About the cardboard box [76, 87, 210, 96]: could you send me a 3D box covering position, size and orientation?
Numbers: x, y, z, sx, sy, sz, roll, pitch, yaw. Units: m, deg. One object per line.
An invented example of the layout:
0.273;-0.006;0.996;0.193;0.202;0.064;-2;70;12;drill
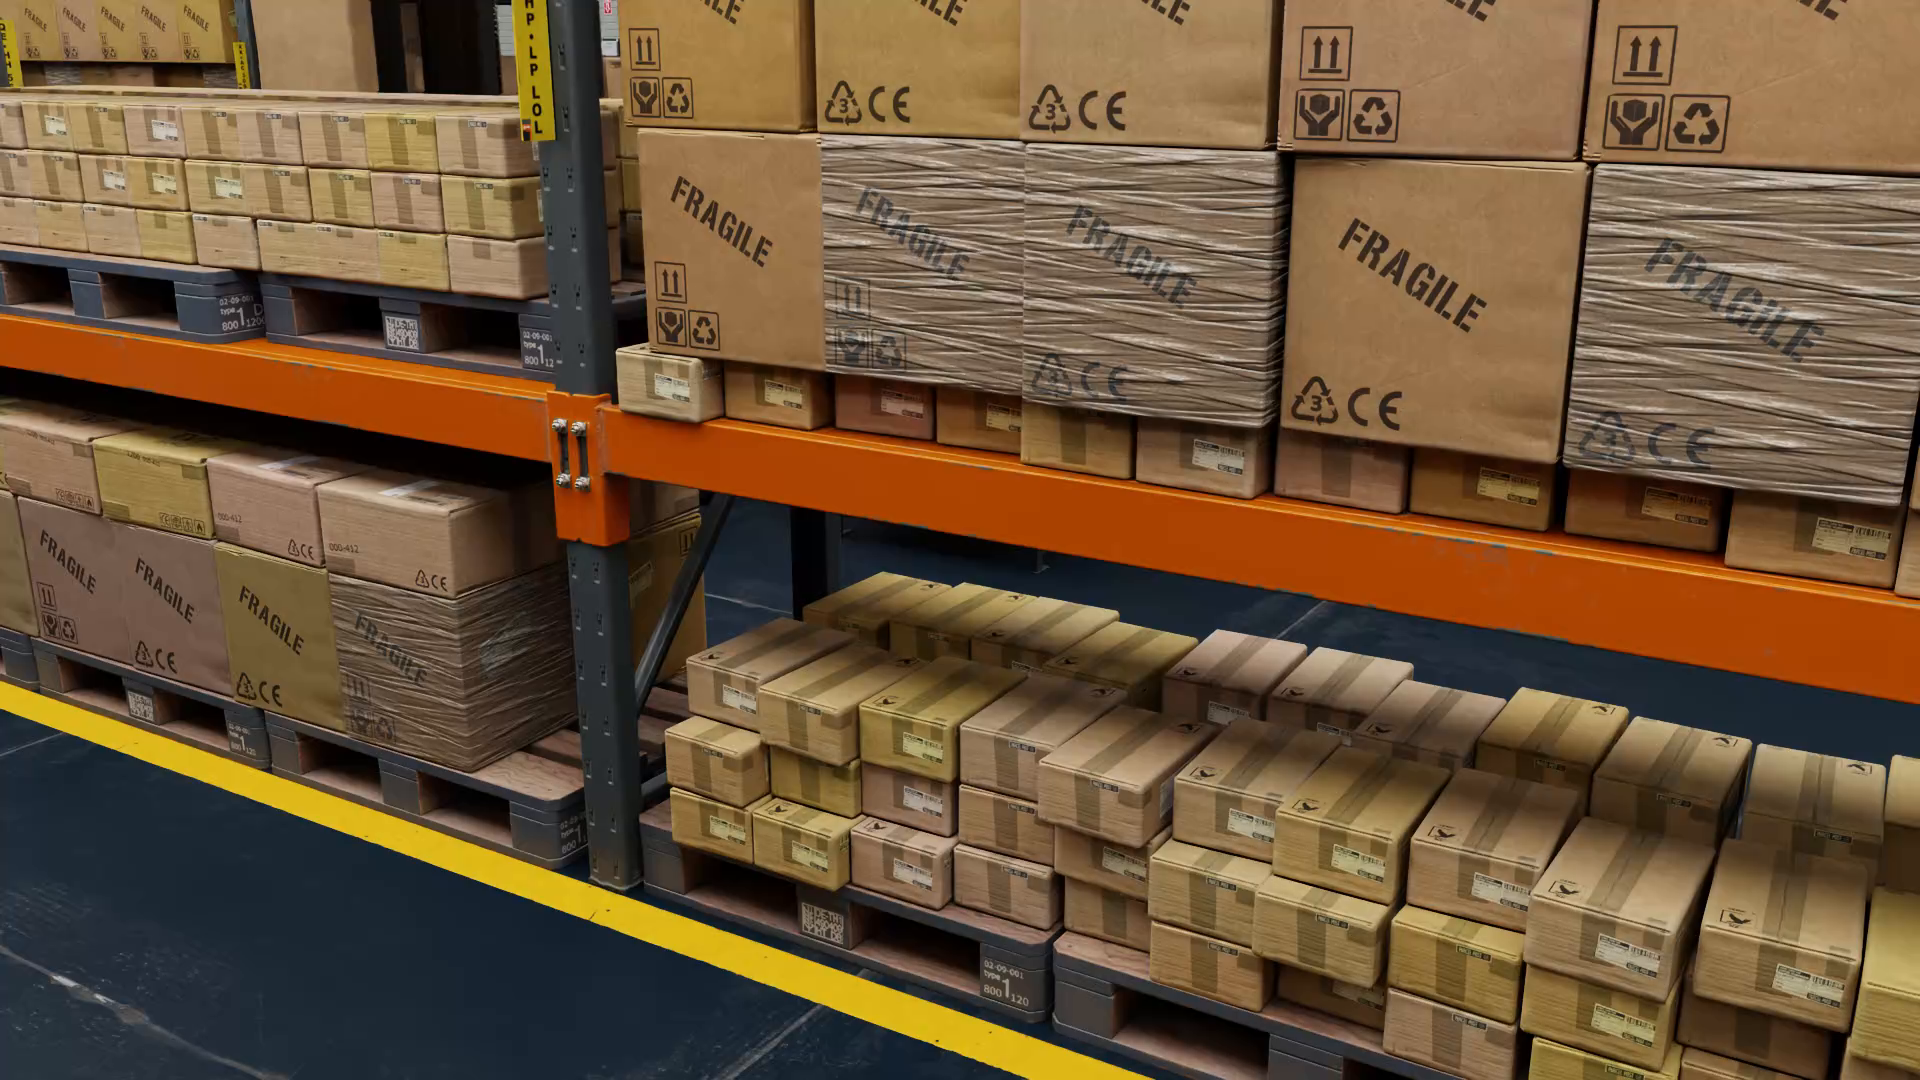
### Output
-2.979;-1.576;6.096;0.250;0.149;0.380;11;20;32;cardboard box

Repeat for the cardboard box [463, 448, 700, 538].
-1.156;-0.184;5.113;0.500;0.250;0.500;9;19;28;cardboard box

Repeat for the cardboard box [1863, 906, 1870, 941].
1.973;0.773;3.347;0.250;0.149;0.380;10;20;31;cardboard box

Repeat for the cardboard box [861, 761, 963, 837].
-0.034;0.557;4.056;0.250;0.149;0.380;10;20;30;cardboard box

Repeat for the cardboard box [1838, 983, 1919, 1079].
1.701;0.899;2.932;0.250;0.149;0.380;9;19;28;cardboard box

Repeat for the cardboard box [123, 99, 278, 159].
-2.219;-1.219;4.919;0.250;0.149;0.380;9;19;28;cardboard box

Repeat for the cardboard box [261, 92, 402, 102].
-2.093;-1.418;5.575;0.250;0.149;0.380;11;20;32;cardboard box

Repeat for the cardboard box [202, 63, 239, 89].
-5.151;-3.346;12.552;0.500;0.500;0.875;10;20;30;cardboard box

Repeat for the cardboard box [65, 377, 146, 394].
-2.917;-0.501;6.158;0.500;0.250;0.500;10;20;31;cardboard box

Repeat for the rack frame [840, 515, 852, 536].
-0.427;-0.615;7.469;0.032;1.125;0.500;10;20;30;rack frame

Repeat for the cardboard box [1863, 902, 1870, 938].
1.824;0.849;3.609;0.250;0.149;0.380;10;20;31;cardboard box

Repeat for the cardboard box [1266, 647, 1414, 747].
0.925;0.406;4.042;0.250;0.149;0.380;9;19;28;cardboard box

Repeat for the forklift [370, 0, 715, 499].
-2.525;-1.746;8.085;3.031;2.935;1.130;8;19;25;forklift

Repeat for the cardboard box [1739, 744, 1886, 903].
1.775;0.581;3.465;0.250;0.149;0.380;9;19;27;cardboard box

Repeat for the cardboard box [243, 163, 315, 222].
-1.777;-0.996;4.696;0.250;0.149;0.380;9;19;28;cardboard box

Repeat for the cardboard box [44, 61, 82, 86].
-6.861;-3.647;13.543;0.500;0.500;0.875;10;20;30;cardboard box

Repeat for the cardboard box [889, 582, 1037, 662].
0.013;0.255;4.540;0.250;0.149;0.380;10;20;31;cardboard box

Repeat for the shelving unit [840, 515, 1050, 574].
0.006;-0.537;7.214;1.048;1.125;0.538;10;20;30;shelving unit

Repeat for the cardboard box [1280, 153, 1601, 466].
0.934;-0.461;3.055;0.500;0.500;0.500;11;20;33;cardboard box

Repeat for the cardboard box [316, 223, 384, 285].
-1.539;-0.812;4.603;0.250;0.149;0.380;10;20;30;cardboard box

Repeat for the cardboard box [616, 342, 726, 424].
-0.594;-0.398;3.962;0.250;0.149;0.380;11;20;32;cardboard box

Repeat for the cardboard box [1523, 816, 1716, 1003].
1.244;0.684;3.126;0.250;0.149;0.380;11;20;32;cardboard box

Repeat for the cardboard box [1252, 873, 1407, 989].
0.795;0.745;3.440;0.250;0.149;0.380;10;20;31;cardboard box

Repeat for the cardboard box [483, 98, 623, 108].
-1.217;-1.262;5.061;0.250;0.149;0.380;10;20;31;cardboard box

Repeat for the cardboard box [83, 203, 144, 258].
-2.445;-0.972;5.131;0.250;0.149;0.380;9;19;28;cardboard box

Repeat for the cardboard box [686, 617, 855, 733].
-0.479;0.340;4.260;0.250;0.149;0.380;11;20;32;cardboard box

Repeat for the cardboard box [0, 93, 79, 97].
-3.118;-1.379;5.445;0.250;0.149;0.380;9;19;28;cardboard box

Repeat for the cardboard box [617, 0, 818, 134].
-0.407;-1.182;3.707;0.500;0.500;0.500;11;20;31;cardboard box

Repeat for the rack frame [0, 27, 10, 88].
-4.073;-1.251;6.338;0.127;3.000;1.000;10;20;30;rack frame

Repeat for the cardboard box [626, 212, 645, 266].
-0.759;-0.897;4.882;0.250;0.149;0.380;9;19;27;cardboard box

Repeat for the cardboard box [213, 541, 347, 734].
-1.864;0.225;5.059;0.500;0.500;0.500;10;19;29;cardboard box

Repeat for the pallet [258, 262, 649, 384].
-1.240;-0.703;4.864;1.213;0.211;1.003;10;20;30;pallet

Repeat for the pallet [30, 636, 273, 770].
-2.372;0.389;5.739;1.213;0.211;1.003;10;20;30;pallet

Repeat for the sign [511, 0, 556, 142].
-0.952;-1.058;3.712;0.005;0.325;0.100;10;20;30;sign

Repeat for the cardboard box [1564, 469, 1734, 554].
1.267;-0.111;3.018;0.250;0.149;0.380;9;19;28;cardboard box

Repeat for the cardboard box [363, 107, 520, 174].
-1.338;-1.061;4.399;0.250;0.149;0.380;9;19;28;cardboard box

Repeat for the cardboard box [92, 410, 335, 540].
-2.320;-0.215;5.216;0.500;0.250;0.500;9;19;28;cardboard box

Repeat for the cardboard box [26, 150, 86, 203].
-2.668;-1.155;5.220;0.250;0.149;0.380;10;20;30;cardboard box

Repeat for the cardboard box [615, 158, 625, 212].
-0.981;-1.078;4.967;0.250;0.149;0.380;10;19;29;cardboard box

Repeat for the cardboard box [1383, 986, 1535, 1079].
1.044;0.921;3.370;0.250;0.149;0.380;11;20;31;cardboard box

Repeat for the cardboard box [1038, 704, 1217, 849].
0.374;0.516;3.681;0.250;0.149;0.380;11;20;31;cardboard box

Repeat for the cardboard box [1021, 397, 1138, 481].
0.329;-0.252;3.482;0.250;0.149;0.380;11;20;31;cardboard box

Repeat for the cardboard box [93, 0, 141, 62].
-6.179;-3.893;12.632;0.500;0.500;0.500;10;20;30;cardboard box

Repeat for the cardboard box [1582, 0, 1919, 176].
1.344;-0.864;2.662;0.500;0.500;0.500;11;20;33;cardboard box

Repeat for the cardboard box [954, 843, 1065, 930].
0.186;0.748;3.942;0.250;0.149;0.380;10;19;29;cardboard box
